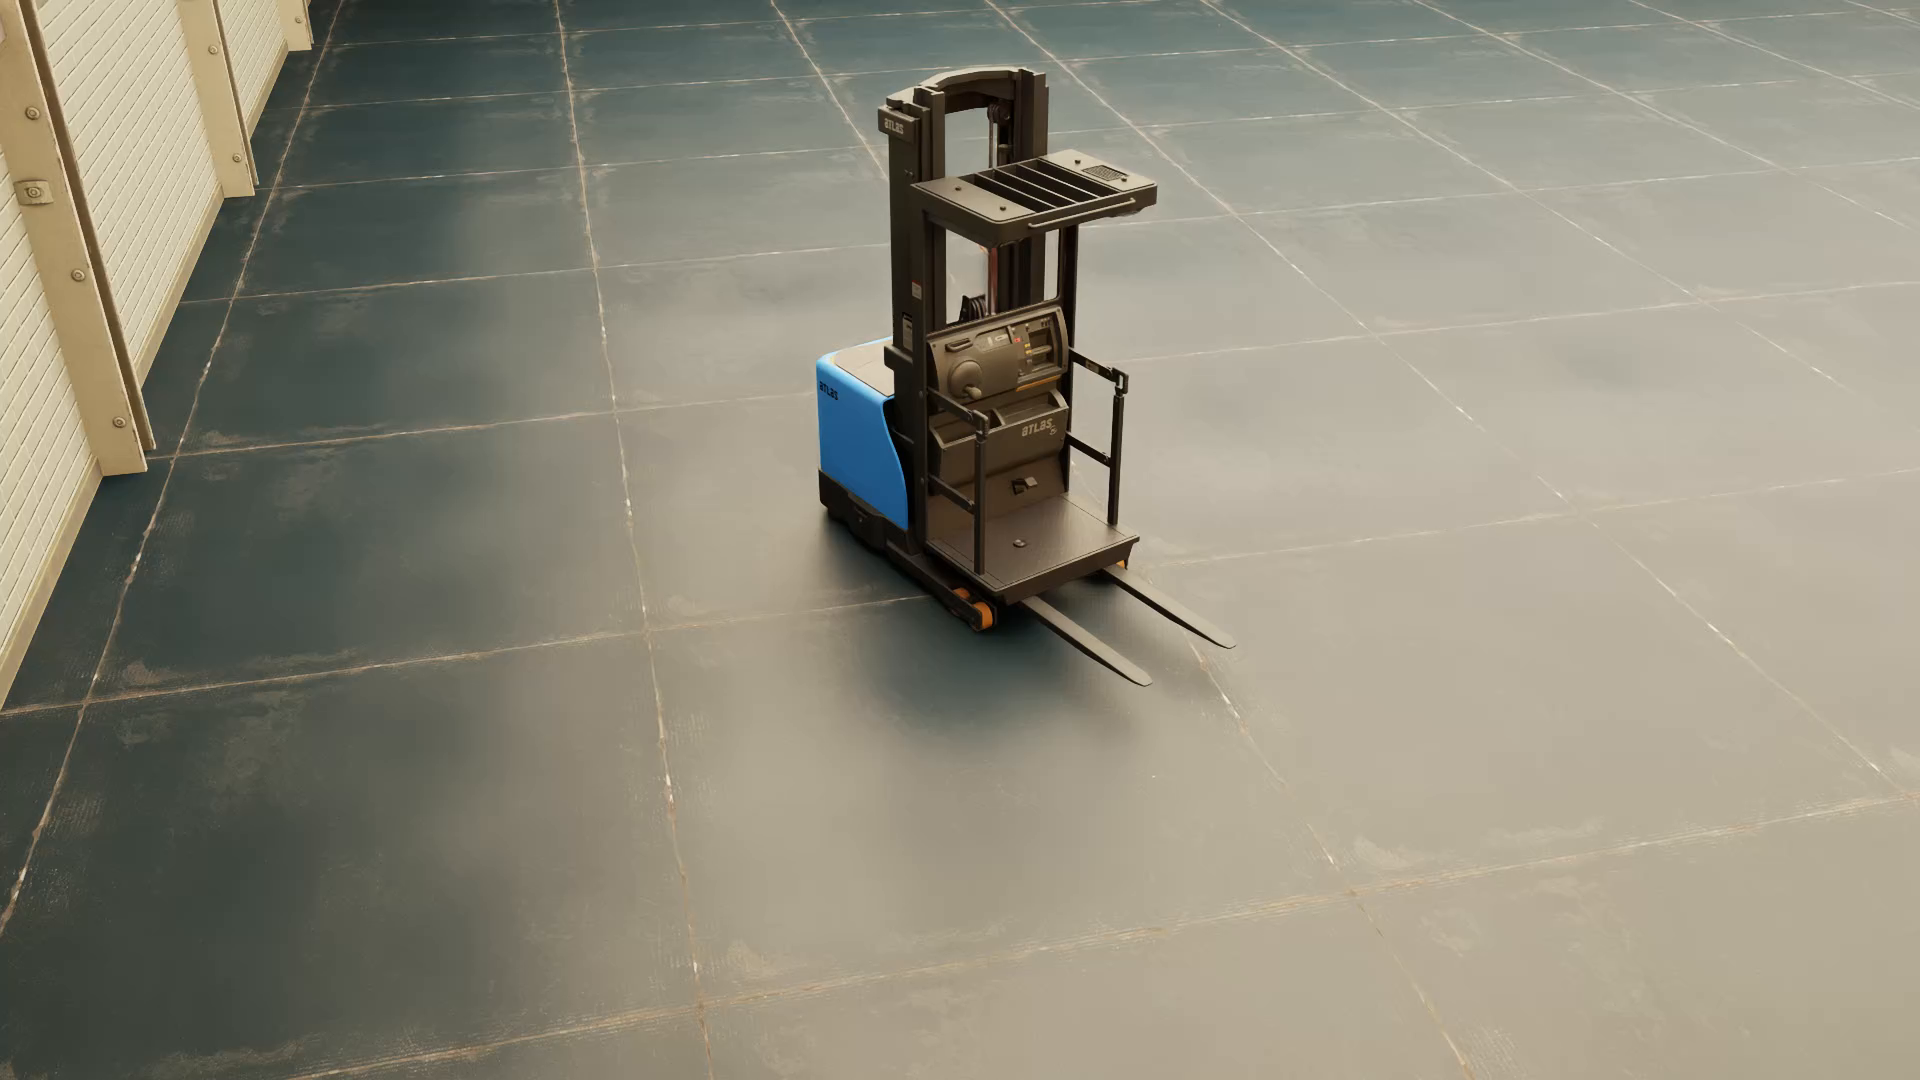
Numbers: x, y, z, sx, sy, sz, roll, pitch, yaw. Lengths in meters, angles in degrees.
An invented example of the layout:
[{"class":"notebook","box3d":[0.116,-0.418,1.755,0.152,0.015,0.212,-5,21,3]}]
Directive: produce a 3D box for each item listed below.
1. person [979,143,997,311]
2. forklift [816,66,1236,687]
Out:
[{"class":"person","box3d":[0.363,-2.406,12.977,0.541,1.679,0.536,-8,31,-14]},{"class":"forklift","box3d":[0.355,-1.021,9.338,1.130,2.935,3.031,-20,35,-30]}]
